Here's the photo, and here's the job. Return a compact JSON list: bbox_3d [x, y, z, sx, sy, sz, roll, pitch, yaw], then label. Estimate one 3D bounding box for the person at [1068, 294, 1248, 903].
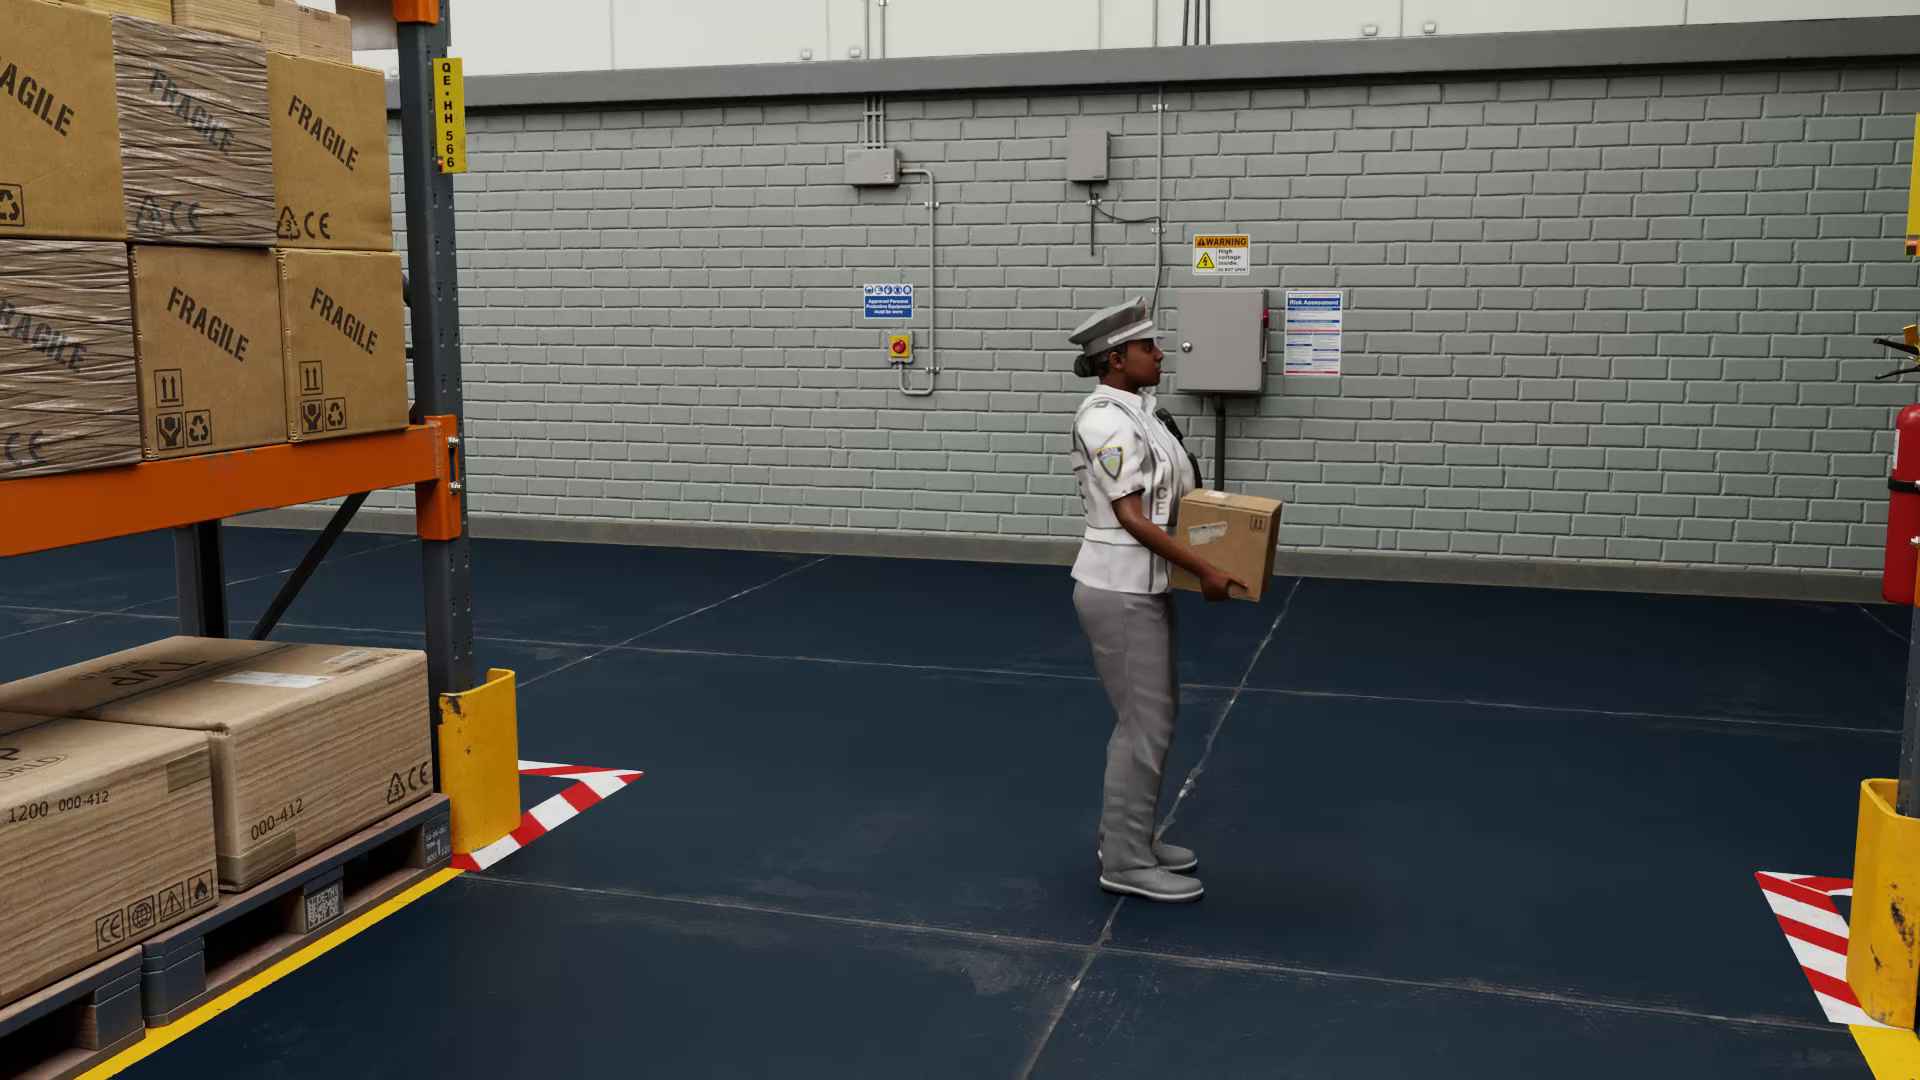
[{"bbox_3d":[0.561,0.155,4.707,0.539,1.687,0.450,3,9,17],"label":"person"}]
